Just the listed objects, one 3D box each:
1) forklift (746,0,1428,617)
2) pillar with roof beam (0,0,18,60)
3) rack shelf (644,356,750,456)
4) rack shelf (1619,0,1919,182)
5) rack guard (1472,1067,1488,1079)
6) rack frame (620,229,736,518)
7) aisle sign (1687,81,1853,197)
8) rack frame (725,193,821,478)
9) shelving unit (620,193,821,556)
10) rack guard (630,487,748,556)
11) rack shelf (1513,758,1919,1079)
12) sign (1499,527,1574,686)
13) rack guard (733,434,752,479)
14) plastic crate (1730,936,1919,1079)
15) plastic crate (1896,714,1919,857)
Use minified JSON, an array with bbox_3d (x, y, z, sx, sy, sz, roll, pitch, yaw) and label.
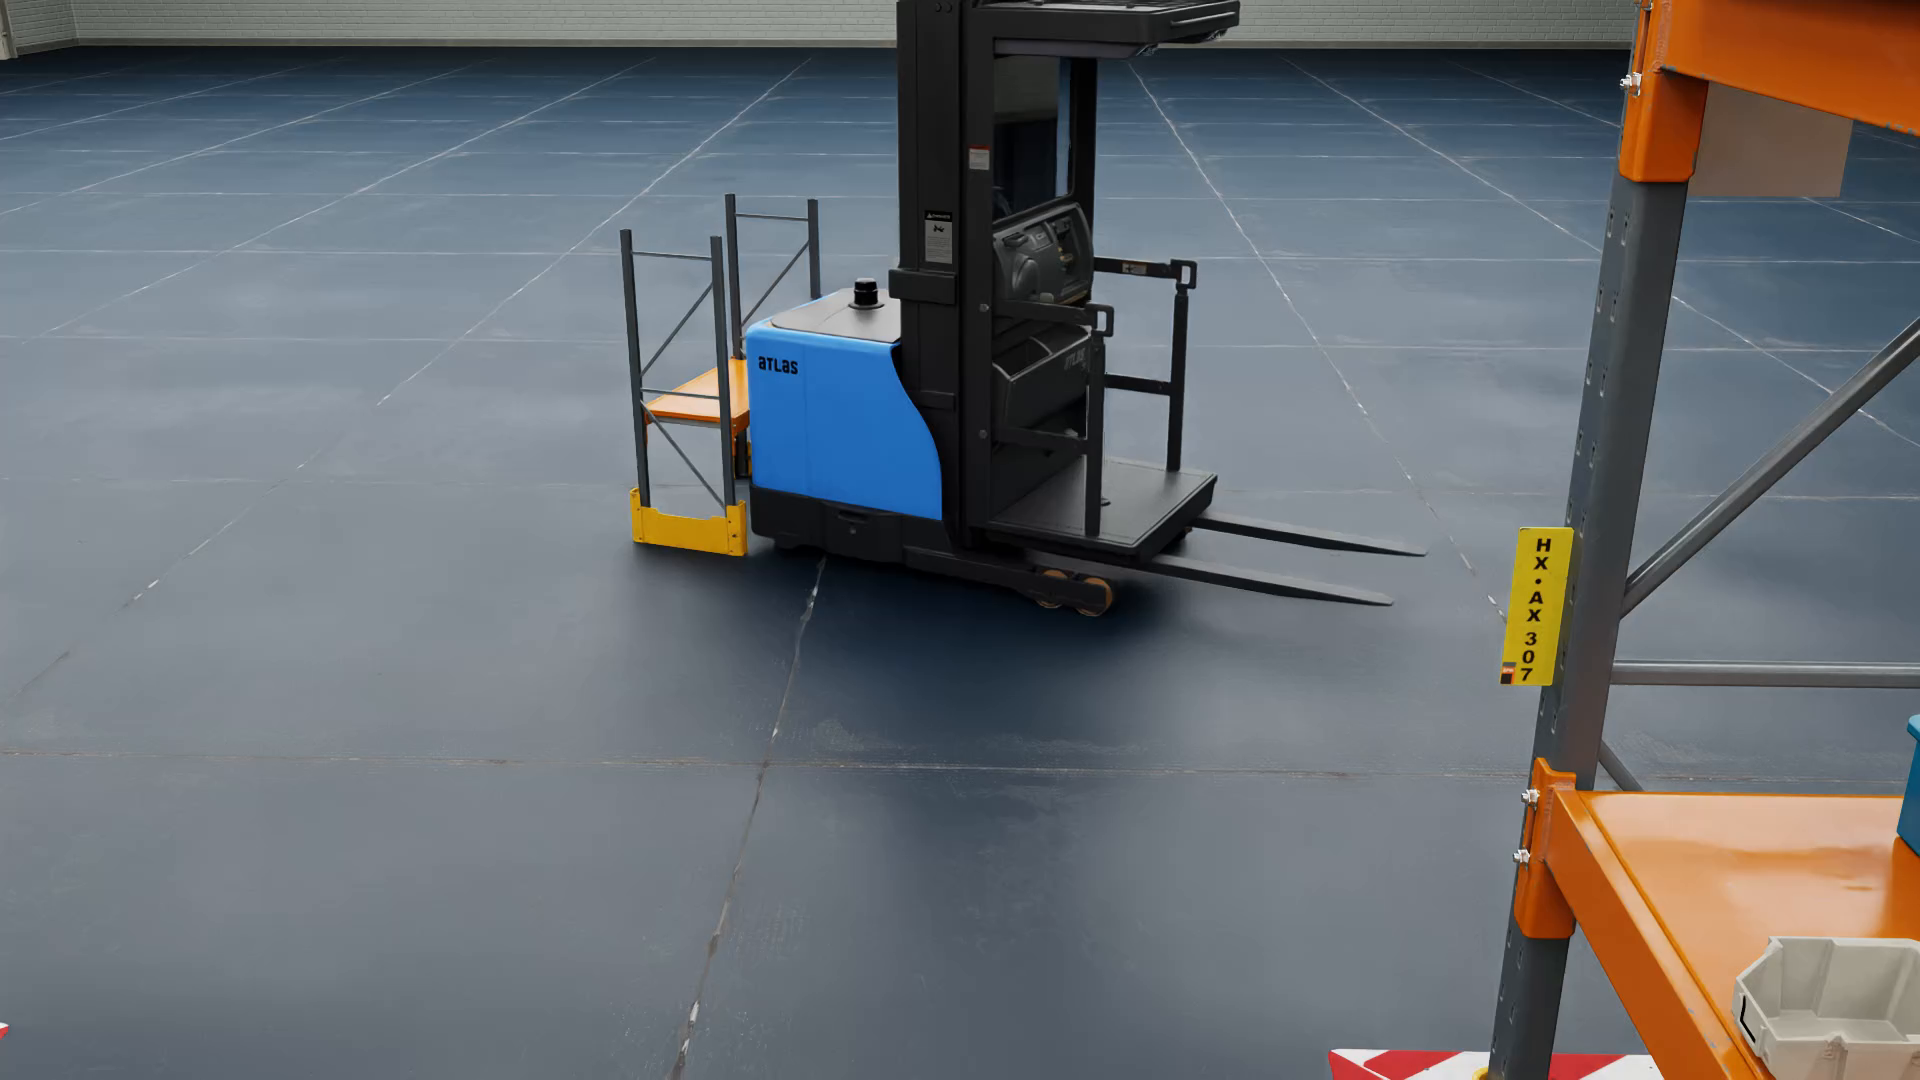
[{"bbox_3d":[0.553,-1.253,7.206,3.031,2.935,1.130,11,24,25],"label":"forklift"},{"bbox_3d":[-13.877,-13.306,29.881,9.100,9.000,0.400,1,21,2],"label":"pillar with roof beam"},{"bbox_3d":[-1.118,-0.676,8.195,0.538,0.185,1.000,7,22,19],"label":"rack shelf"},{"bbox_3d":[1.586,-0.074,0.921,1.077,0.370,4.000,1,21,2],"label":"rack shelf"},{"bbox_3d":[1.691,1.459,3.578,1.175,0.500,0.348,1,21,2],"label":"rack guard"},{"bbox_3d":[-1.292,-0.671,7.685,0.500,1.500,0.032,7,22,19],"label":"rack frame"},{"bbox_3d":[1.356,-0.976,2.803,0.394,0.787,0.004,1,21,2],"label":"aisle sign"},{"bbox_3d":[-0.944,-1.017,8.576,0.500,1.500,0.032,7,22,19],"label":"rack frame"},{"bbox_3d":[-1.121,-0.841,8.122,0.587,1.500,1.083,7,22,19],"label":"shelving unit"},{"bbox_3d":[-1.292,-0.089,7.912,0.587,0.250,0.087,7,22,19],"label":"rack guard"},{"bbox_3d":[1.586,1.324,1.464,1.077,0.370,4.000,1,21,2],"label":"rack shelf"},{"bbox_3d":[1.097,0.129,3.167,0.100,0.325,0.005,1,21,2],"label":"sign"},{"bbox_3d":[-0.951,-0.427,8.785,0.587,0.250,0.087,7,22,19],"label":"rack guard"},{"bbox_3d":[1.298,0.709,2.420,0.298,0.136,0.250,1,21,2],"label":"plastic crate"},{"bbox_3d":[1.931,0.519,2.750,0.499,0.251,0.616,1,21,2],"label":"plastic crate"}]
